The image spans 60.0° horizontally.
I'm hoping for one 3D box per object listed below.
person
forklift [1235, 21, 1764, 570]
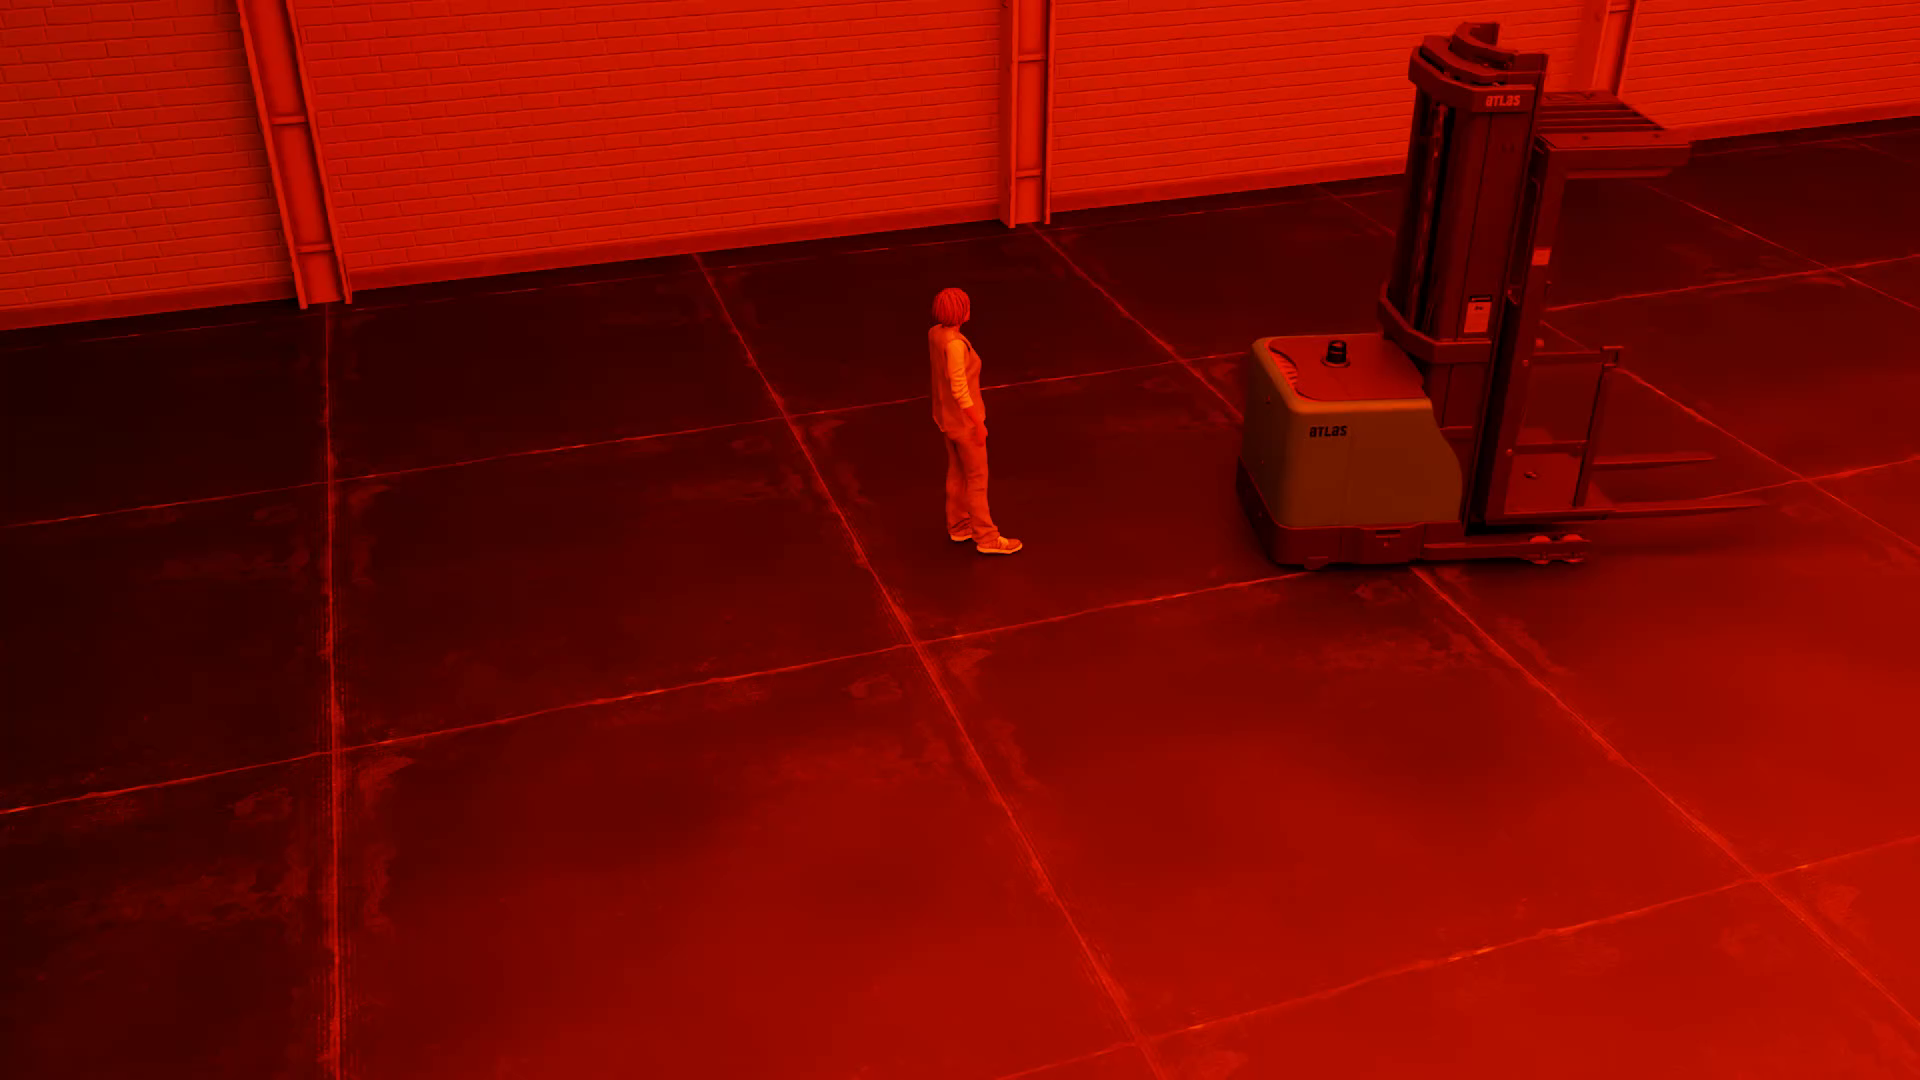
[{"bbox_3d":[0.075,-0.704,9.634,0.473,1.599,0.521,-10,31,-16],"label":"person"},{"bbox_3d":[3.278,-1.388,9.500,3.031,2.935,1.130,-3,30,-4],"label":"forklift"}]
